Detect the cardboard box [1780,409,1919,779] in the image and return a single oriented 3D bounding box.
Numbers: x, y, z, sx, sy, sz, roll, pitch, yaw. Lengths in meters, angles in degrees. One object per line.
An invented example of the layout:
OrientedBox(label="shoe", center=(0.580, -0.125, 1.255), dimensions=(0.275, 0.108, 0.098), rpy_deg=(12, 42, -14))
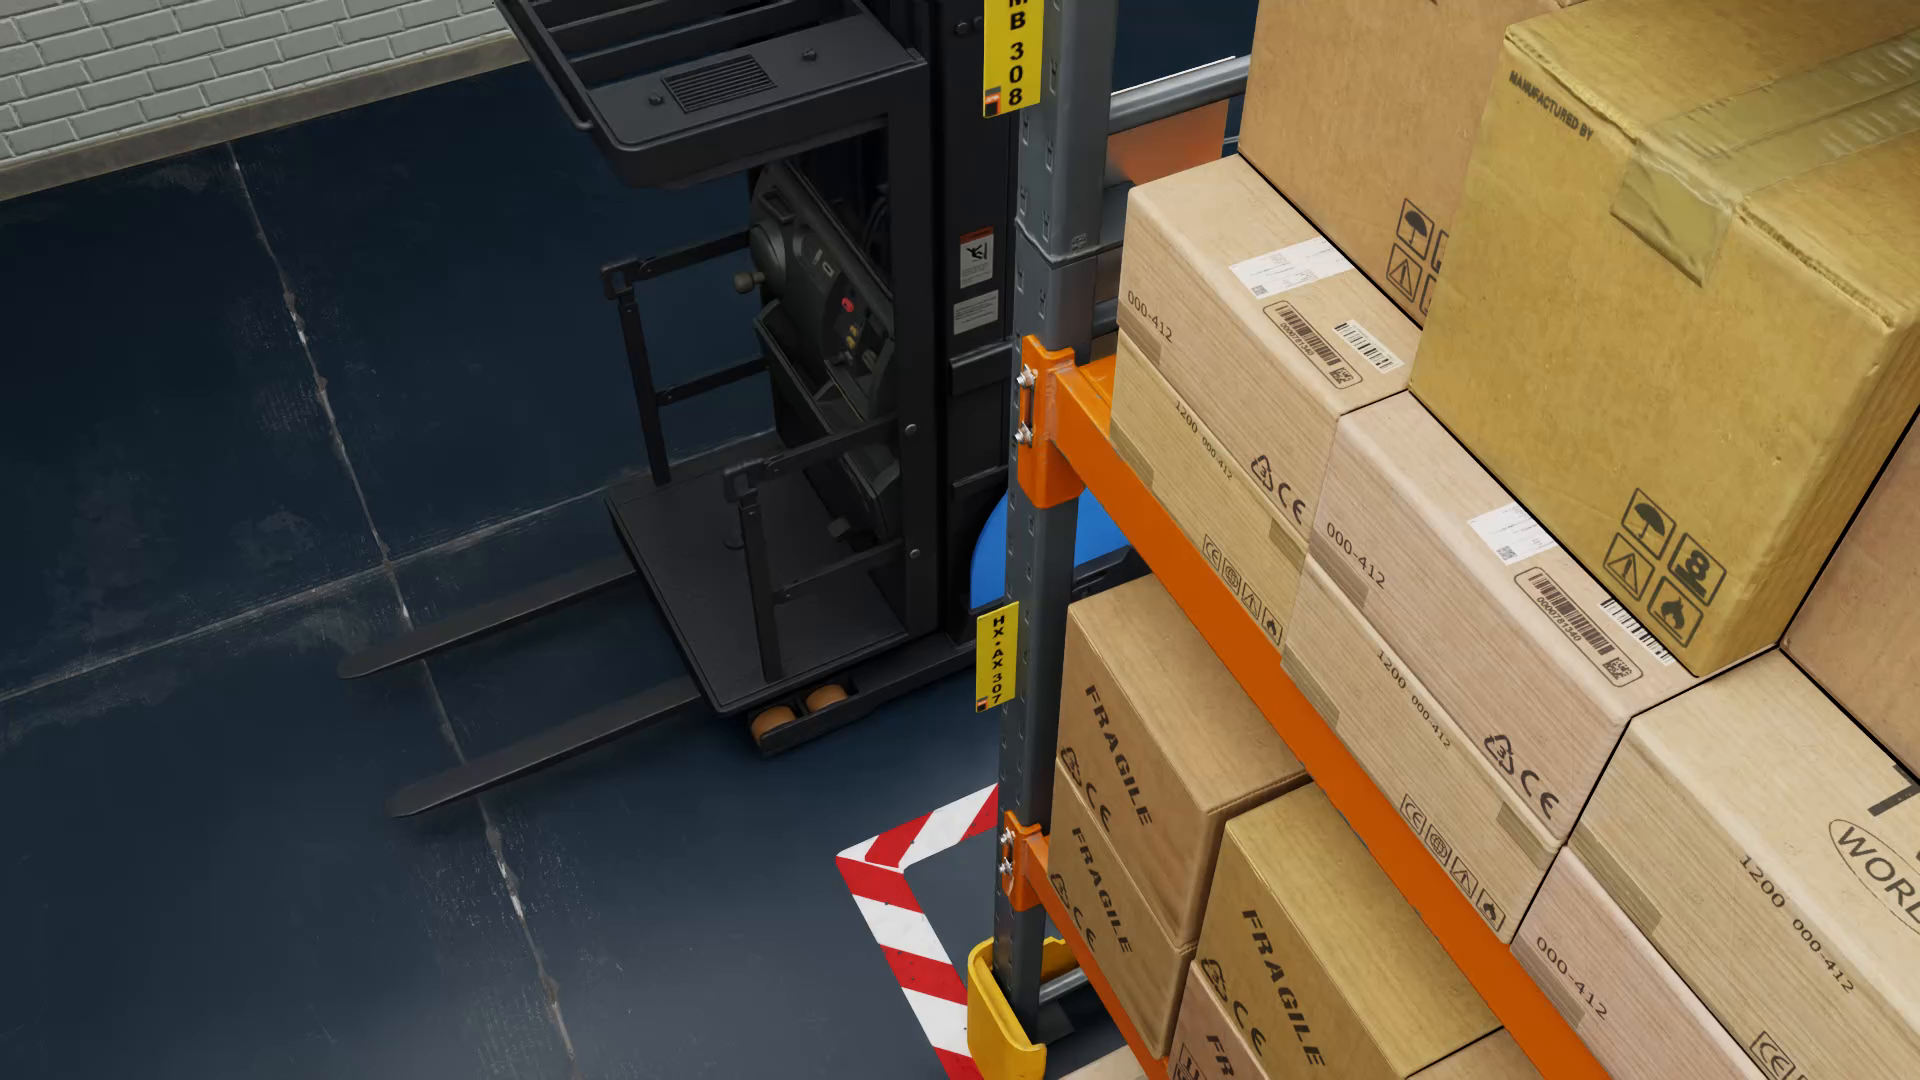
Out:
OrientedBox(label="cardboard box", center=(1.289, -0.005, 1.538), dimensions=(0.700, 0.500, 0.500), rpy_deg=(-21, 52, -18))

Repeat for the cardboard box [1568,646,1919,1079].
OrientedBox(label="cardboard box", center=(1.023, 0.345, 1.730), dimensions=(0.500, 0.250, 0.500), rpy_deg=(-21, 52, -18))

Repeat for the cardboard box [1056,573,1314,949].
OrientedBox(label="cardboard box", center=(0.531, 0.371, 3.202), dimensions=(0.500, 0.500, 0.500), rpy_deg=(-20, 52, -16))

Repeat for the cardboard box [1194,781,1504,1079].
OrientedBox(label="cardboard box", center=(0.776, 0.718, 2.899), dimensions=(0.500, 0.500, 0.500), rpy_deg=(-21, 52, -17))

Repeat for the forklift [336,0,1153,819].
OrientedBox(label="forklift", center=(-0.602, -0.704, 4.919), dimensions=(3.031, 2.935, 1.130), rpy_deg=(-22, 52, -18))

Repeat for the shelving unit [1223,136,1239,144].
OrientedBox(label="shelving unit", center=(1.081, -0.667, 5.837), dimensions=(0.431, 1.500, 0.755), rpy_deg=(-14, 50, -12))

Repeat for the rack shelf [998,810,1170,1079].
OrientedBox(label="rack shelf", center=(1.477, 1.920, 3.056), dimensions=(1.077, 0.370, 4.000), rpy_deg=(-21, 52, -18))

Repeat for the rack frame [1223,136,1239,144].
OrientedBox(label="rack frame", center=(0.965, -0.928, 6.065), dimensions=(0.400, 1.500, 0.023), rpy_deg=(-14, 50, -12))

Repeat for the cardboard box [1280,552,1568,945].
OrientedBox(label="cardboard box", center=(0.788, 0.177, 2.209), dimensions=(0.500, 0.250, 0.500), rpy_deg=(-21, 52, -18))

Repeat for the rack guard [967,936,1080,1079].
OrientedBox(label="rack guard", center=(0.597, 1.219, 4.852), dimensions=(1.175, 0.500, 0.348), rpy_deg=(-21, 52, -18))

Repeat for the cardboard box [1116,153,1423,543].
OrientedBox(label="cardboard box", center=(0.566, -0.324, 2.316), dimensions=(0.500, 0.250, 0.500), rpy_deg=(-21, 52, -18))

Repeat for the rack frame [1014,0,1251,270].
OrientedBox(label="rack frame", center=(0.562, -1.630, 1.697), dimensions=(1.000, 3.000, 0.127), rpy_deg=(-21, 52, -18))

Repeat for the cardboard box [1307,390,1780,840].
OrientedBox(label="cardboard box", center=(0.788, 0.013, 2.021), dimensions=(0.500, 0.250, 0.500), rpy_deg=(-21, 52, -18))

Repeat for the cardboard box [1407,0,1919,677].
OrientedBox(label="cardboard box", center=(0.965, -0.303, 1.799), dimensions=(0.700, 0.500, 0.500), rpy_deg=(-21, 52, -18))

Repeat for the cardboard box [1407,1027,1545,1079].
OrientedBox(label="cardboard box", center=(1.001, 1.054, 2.604), dimensions=(0.500, 0.500, 0.500), rpy_deg=(-21, 52, -17))

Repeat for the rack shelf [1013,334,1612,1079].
OrientedBox(label="rack shelf", center=(1.477, 0.933, 1.927), dimensions=(1.077, 0.370, 4.000), rpy_deg=(-21, 52, -18))

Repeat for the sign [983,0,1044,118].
OrientedBox(label="sign", center=(0.080, -0.743, 2.334), dimensions=(0.100, 0.325, 0.005), rpy_deg=(-21, 52, -18))

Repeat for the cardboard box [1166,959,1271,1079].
OrientedBox(label="cardboard box", center=(0.771, 1.043, 3.278), dimensions=(0.500, 0.500, 0.500), rpy_deg=(-22, 52, -18))

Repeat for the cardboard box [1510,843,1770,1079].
OrientedBox(label="cardboard box", center=(1.019, 0.511, 1.917), dimensions=(0.500, 0.250, 0.500), rpy_deg=(-21, 52, -18))

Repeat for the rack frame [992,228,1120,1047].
OrientedBox(label="rack frame", center=(0.562, 0.345, 3.956), dimensions=(1.000, 3.000, 0.127), rpy_deg=(-21, 52, -18))

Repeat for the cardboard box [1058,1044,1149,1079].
OrientedBox(label="cardboard box", center=(0.448, 1.537, 4.514), dimensions=(0.380, 0.149, 0.250), rpy_deg=(-21, 52, -18))

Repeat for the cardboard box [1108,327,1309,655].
OrientedBox(label="cardboard box", center=(0.571, -0.162, 2.506), dimensions=(0.500, 0.250, 0.500), rpy_deg=(-21, 52, -18))

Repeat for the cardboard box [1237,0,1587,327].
OrientedBox(label="cardboard box", center=(0.812, -0.667, 2.117), dimensions=(0.700, 0.500, 0.500), rpy_deg=(-21, 52, -18))

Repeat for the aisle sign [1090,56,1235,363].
OrientedBox(label="aisle sign", center=(0.270, -0.456, 2.929), dimensions=(0.394, 0.787, 0.004), rpy_deg=(-21, 52, -18))

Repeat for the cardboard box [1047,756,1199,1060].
OrientedBox(label="cardboard box", center=(0.531, 0.700, 3.579), dimensions=(0.500, 0.500, 0.500), rpy_deg=(-20, 52, -17))

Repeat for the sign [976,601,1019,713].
OrientedBox(label="sign", center=(0.080, 0.247, 3.466), dimensions=(0.100, 0.325, 0.005), rpy_deg=(-21, 52, -18))
